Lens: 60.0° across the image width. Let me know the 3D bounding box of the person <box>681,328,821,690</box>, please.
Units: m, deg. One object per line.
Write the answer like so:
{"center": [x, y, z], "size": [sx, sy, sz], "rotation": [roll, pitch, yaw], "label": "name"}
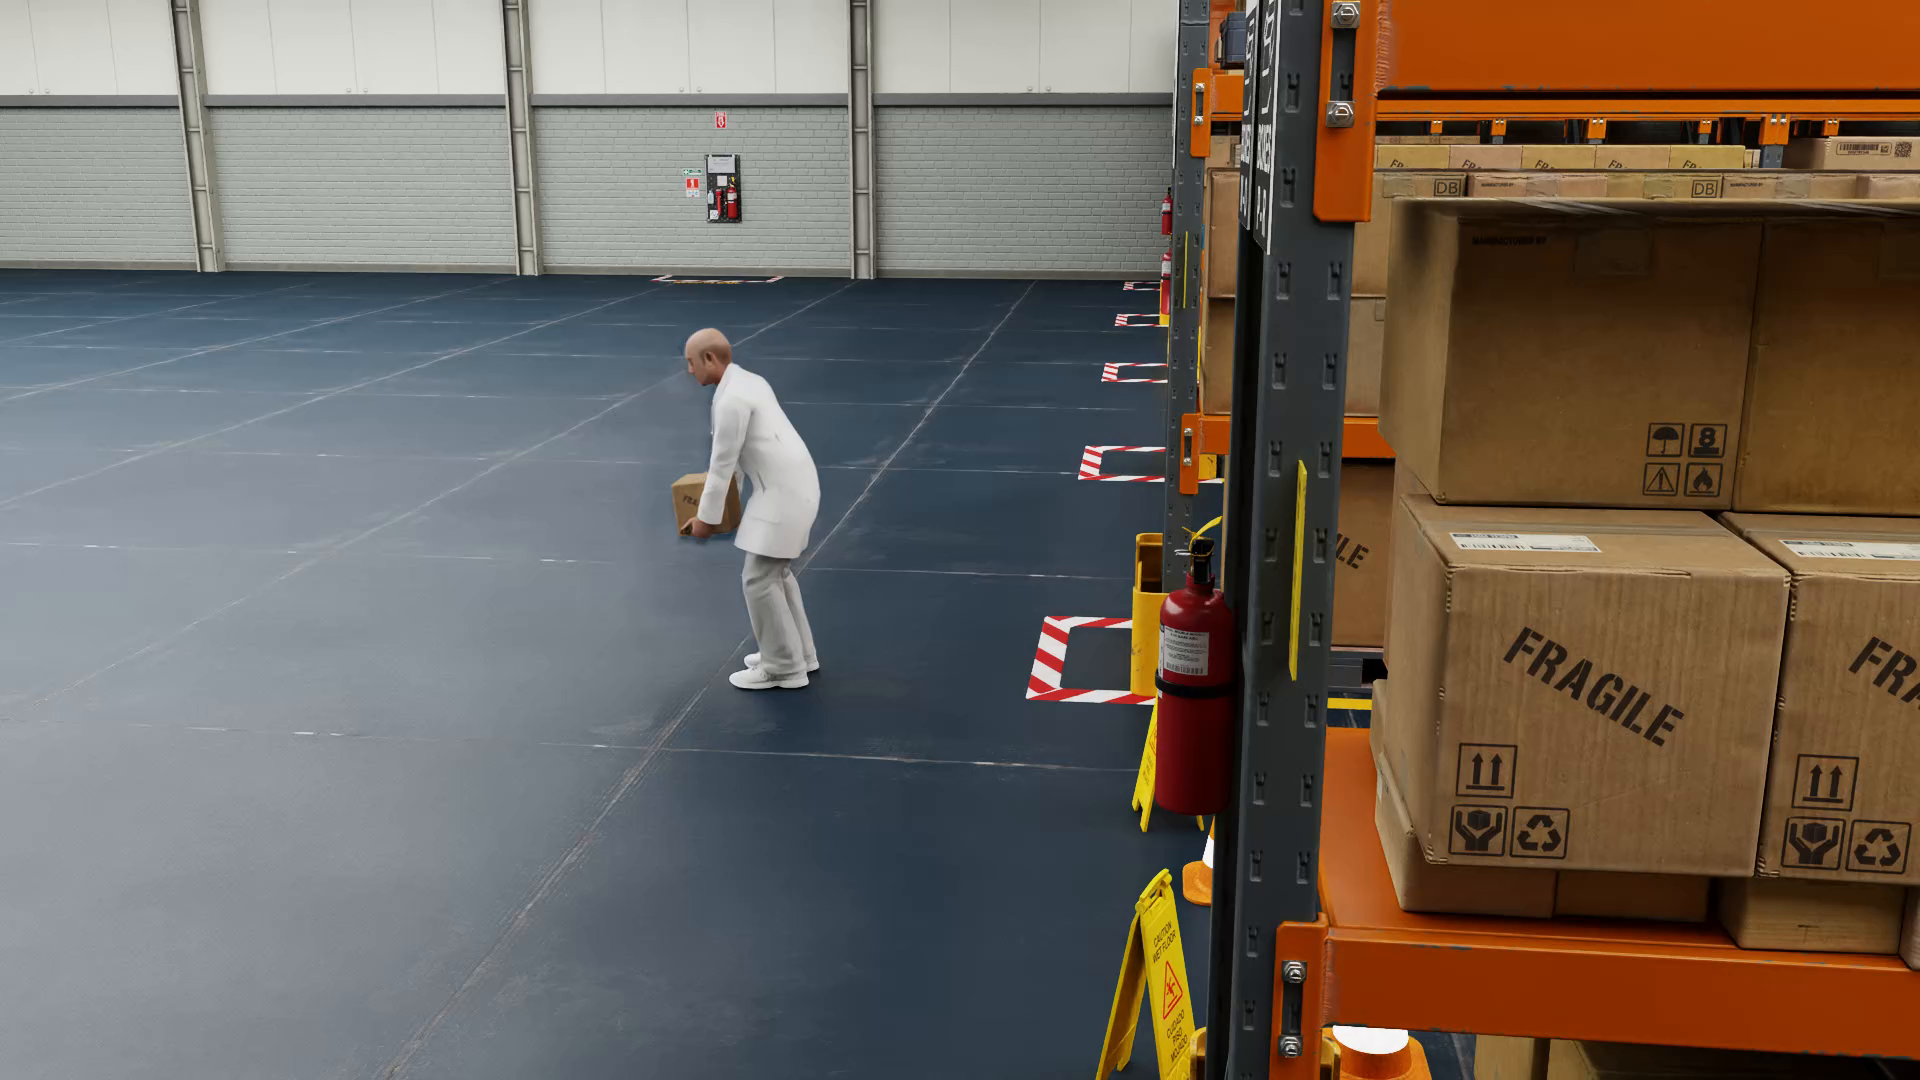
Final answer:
{"center": [-0.976, -0.153, 7.839], "size": [0.630, 1.690, 0.544], "rotation": [1, 14, 5], "label": "person"}
